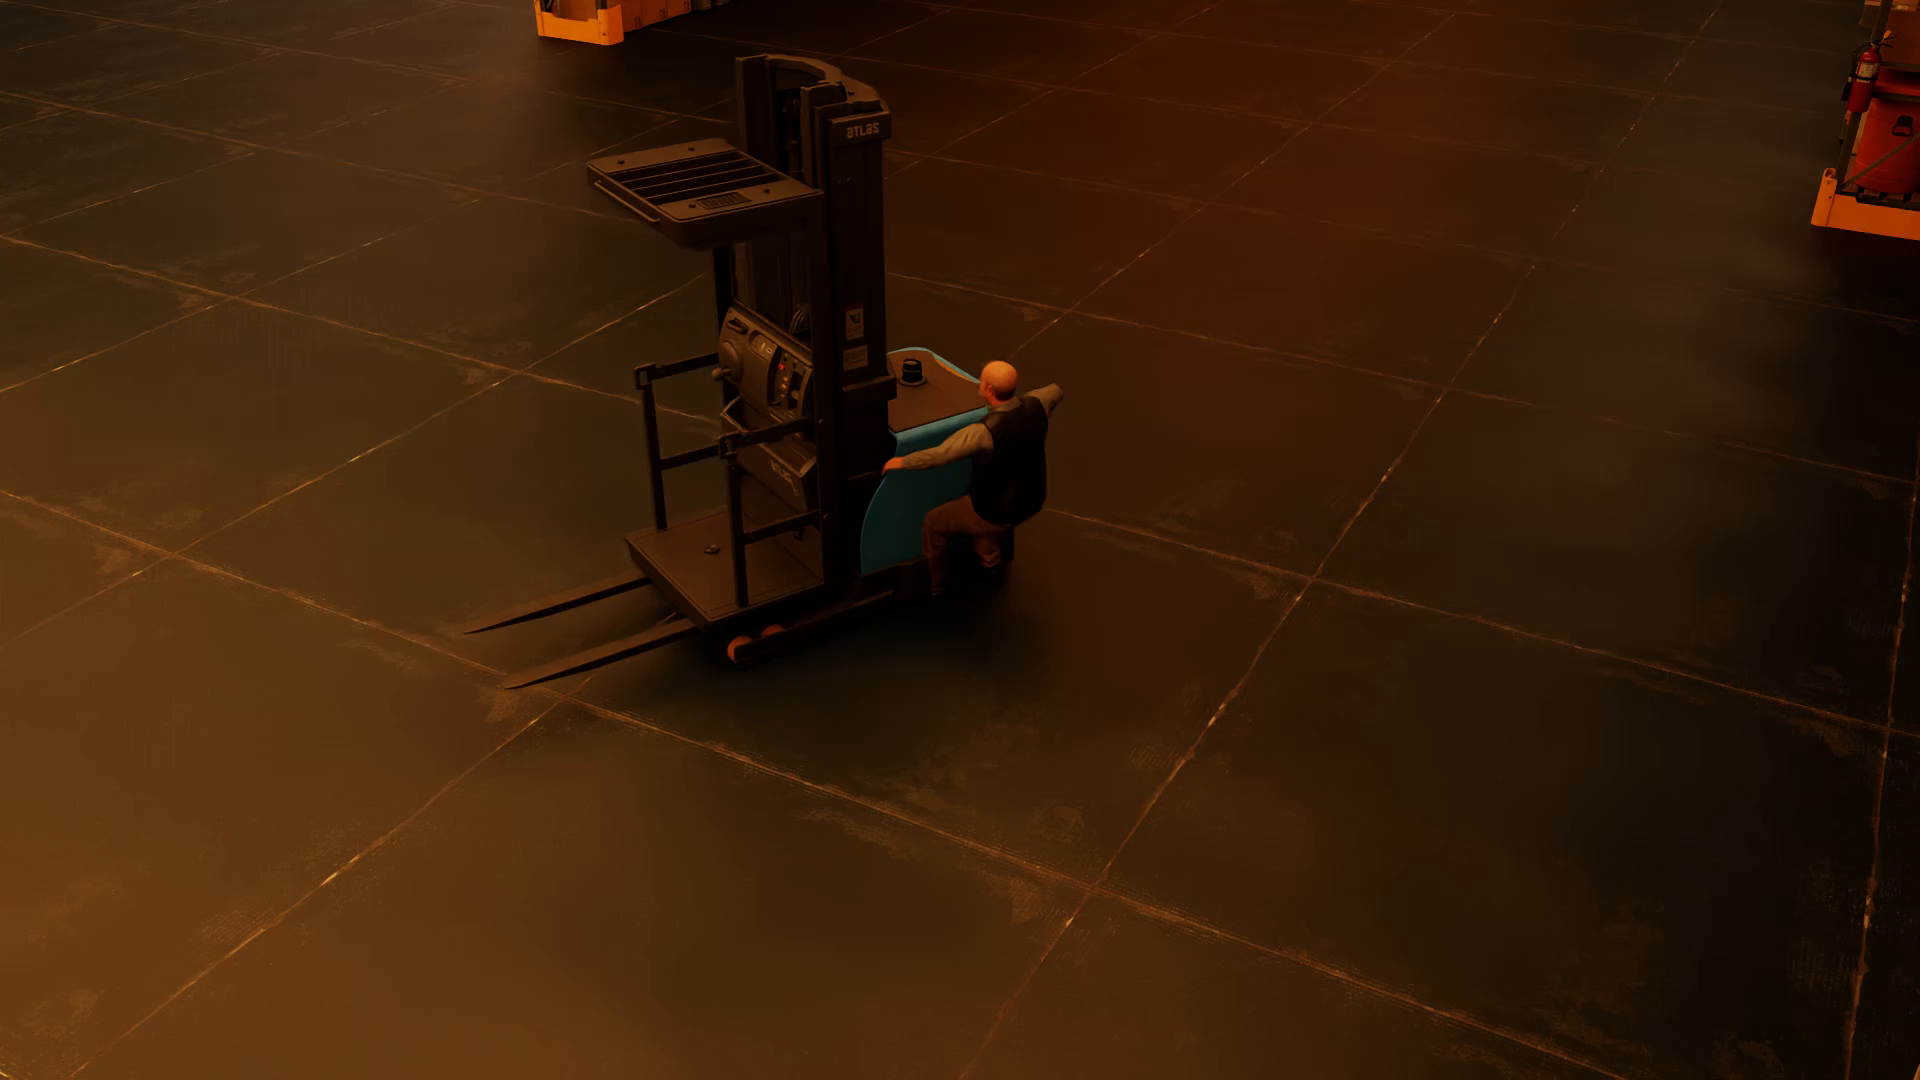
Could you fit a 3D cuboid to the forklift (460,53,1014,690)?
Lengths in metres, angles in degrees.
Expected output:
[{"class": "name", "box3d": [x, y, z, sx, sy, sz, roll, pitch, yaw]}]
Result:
[{"class": "forklift", "box3d": [-1.194, -0.895, 8.622, 3.031, 2.935, 1.130, -19, 35, -29]}]

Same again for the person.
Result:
[{"class": "person", "box3d": [0.063, -0.323, 9.041, 0.850, 1.533, 1.074, 25, 38, 36]}]
